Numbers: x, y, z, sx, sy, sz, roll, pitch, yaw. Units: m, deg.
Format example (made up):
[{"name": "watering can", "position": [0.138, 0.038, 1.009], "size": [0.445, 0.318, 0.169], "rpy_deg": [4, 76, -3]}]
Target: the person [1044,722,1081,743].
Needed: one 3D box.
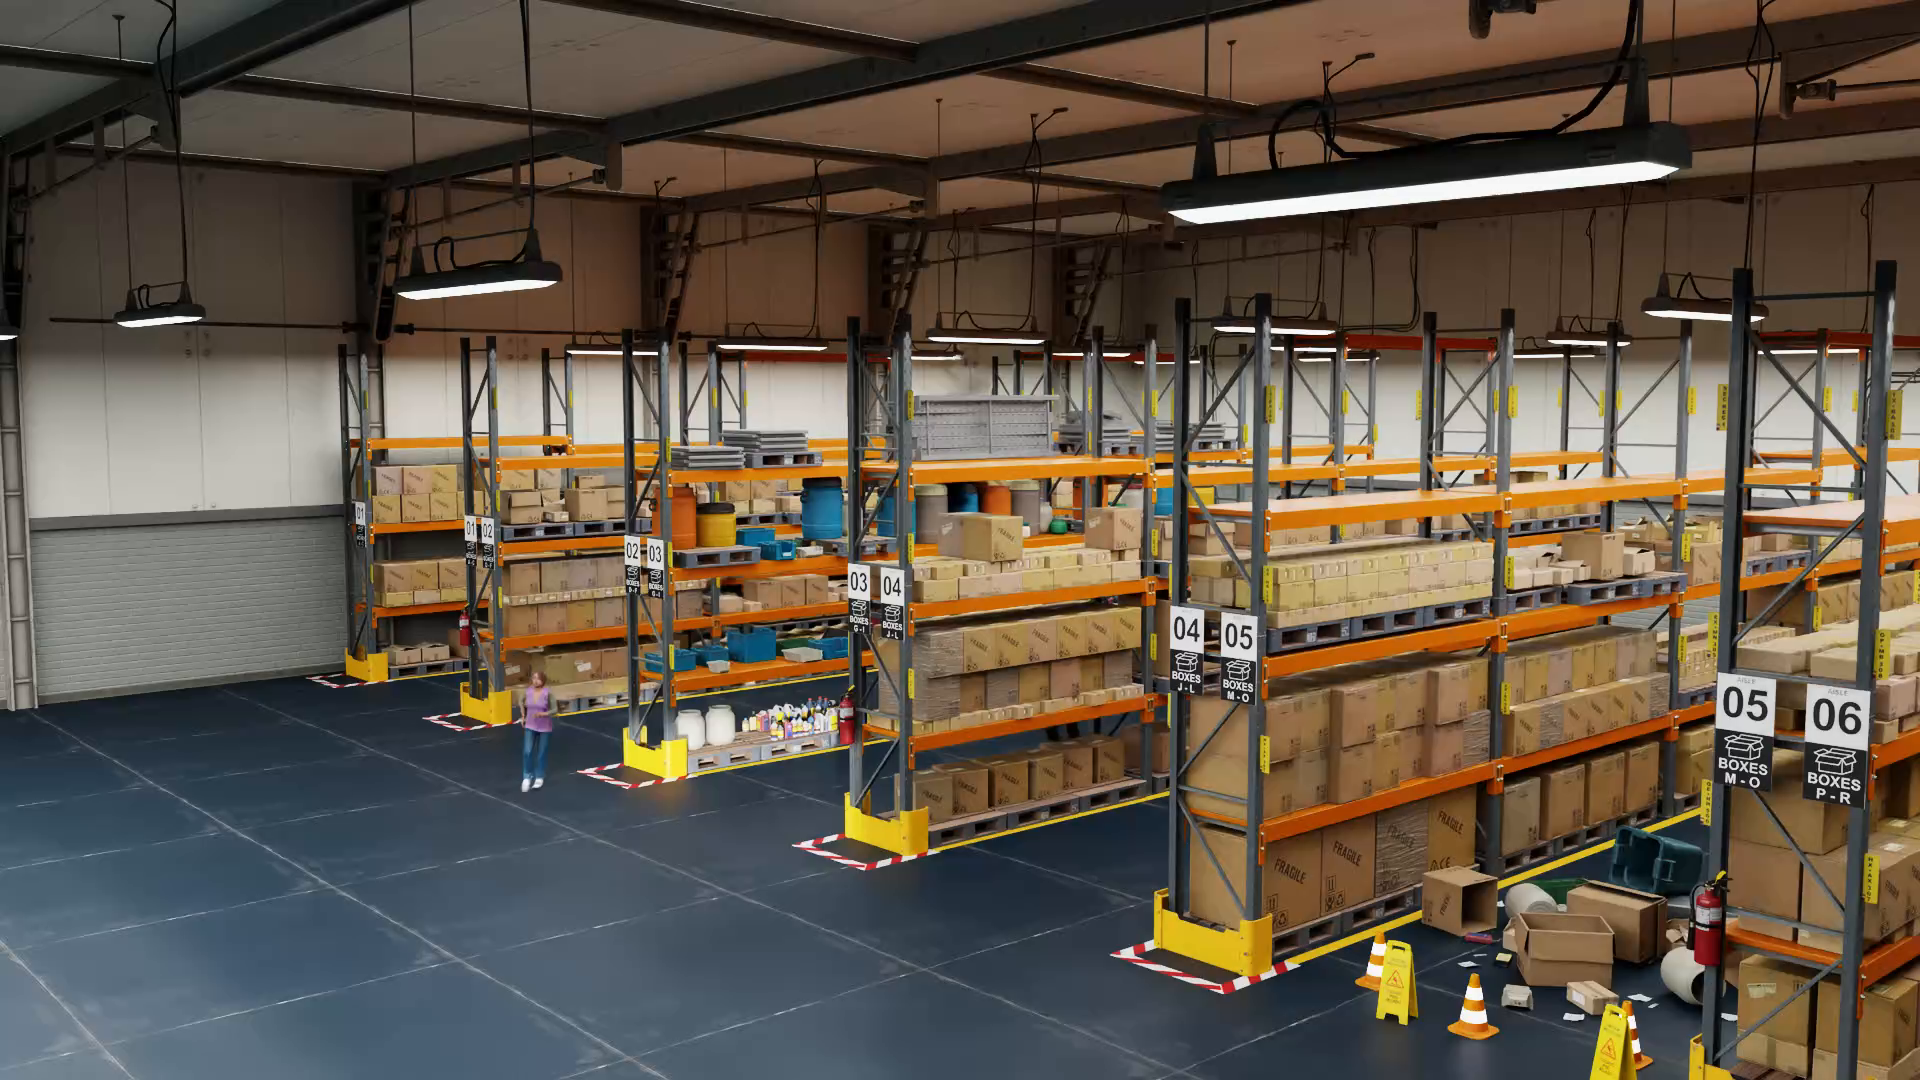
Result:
[{"name": "person", "position": [1.441, 2.188, 23.592], "size": [0.613, 1.815, 0.909], "rpy_deg": [3, 6, 32]}]

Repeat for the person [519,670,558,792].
[{"name": "person", "position": [-5.437, 2.461, 21.438], "size": [0.519, 1.558, 0.625], "rpy_deg": [-1, 5, -7]}]

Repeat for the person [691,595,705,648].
[{"name": "person", "position": [-4.891, 1.588, 30.650], "size": [0.627, 1.696, 0.656], "rpy_deg": [-5, 7, -44]}]
